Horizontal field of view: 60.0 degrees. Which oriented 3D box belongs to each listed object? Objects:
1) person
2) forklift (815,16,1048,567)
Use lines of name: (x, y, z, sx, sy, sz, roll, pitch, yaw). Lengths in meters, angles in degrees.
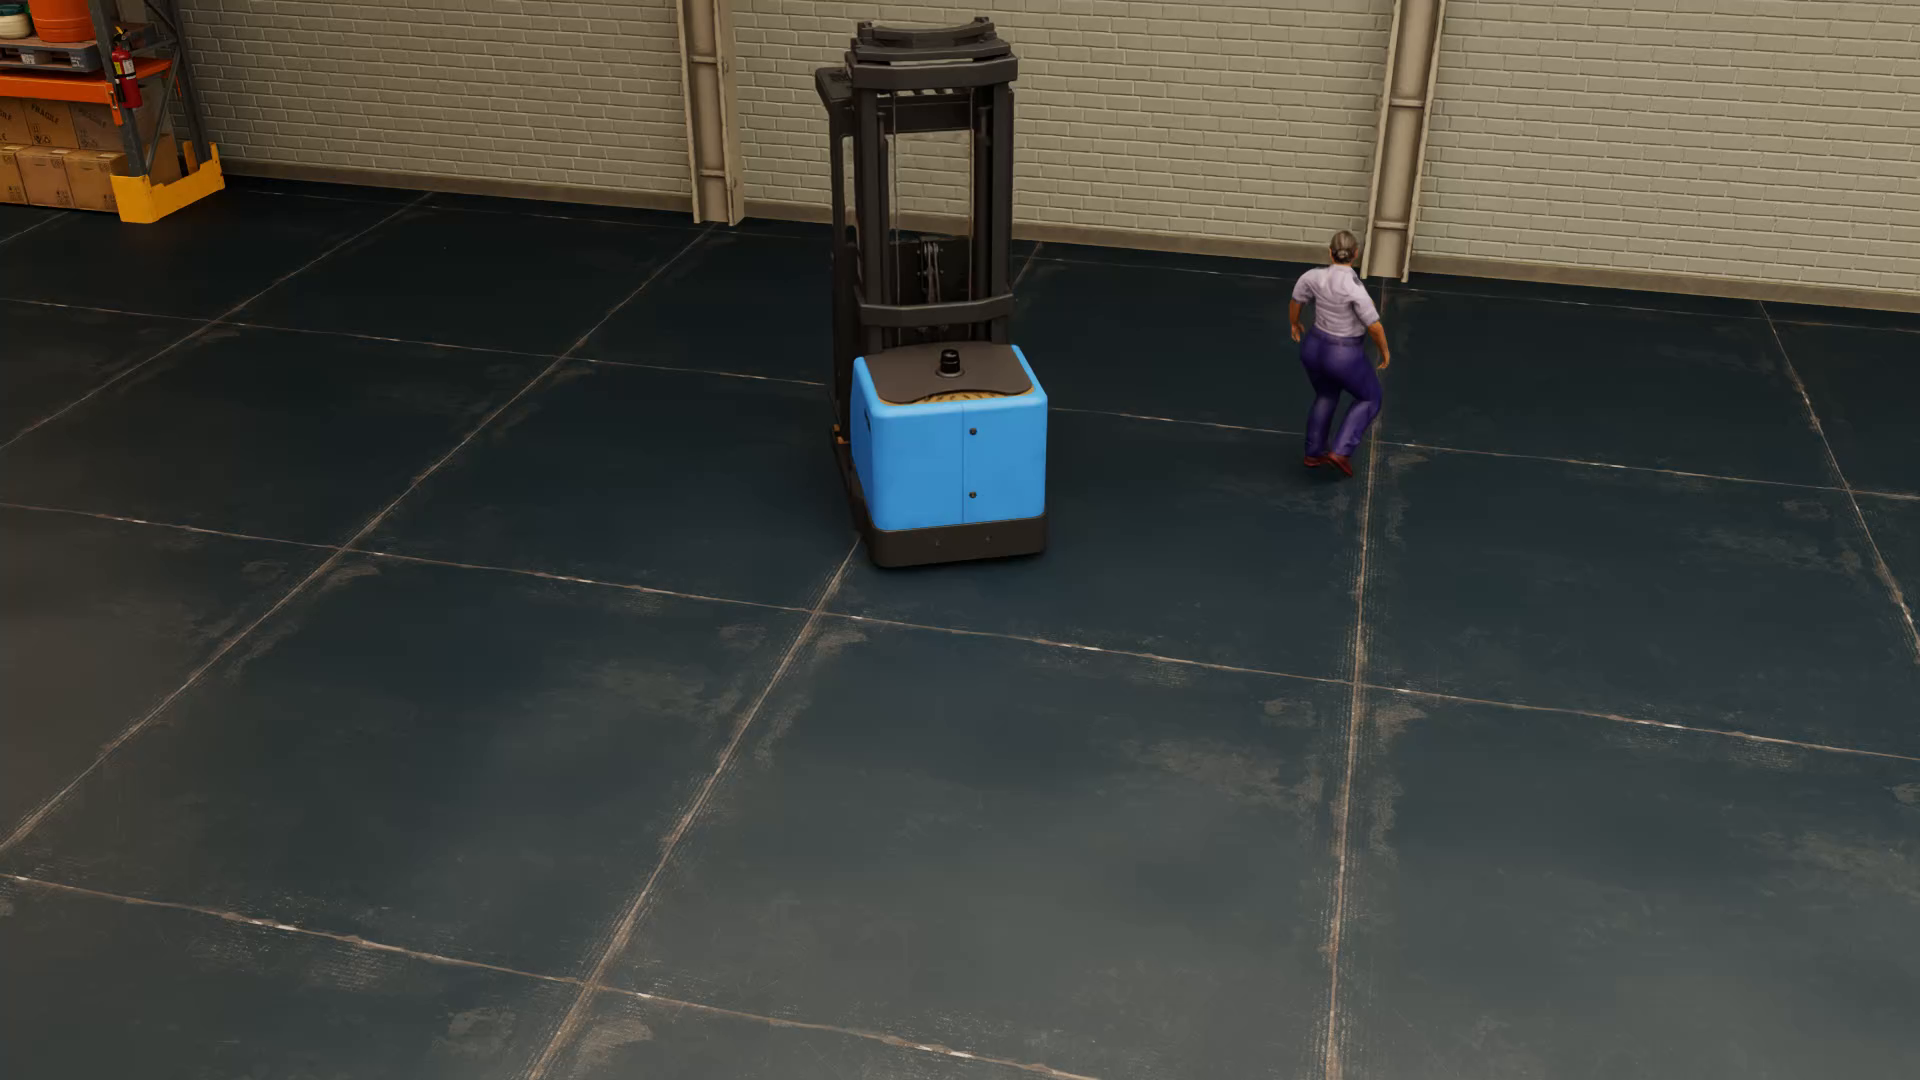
person: (2.399, -1.204, 10.648, 0.451, 1.634, 0.732, -20, 35, -31)
forklift: (-0.273, -1.825, 10.391, 1.130, 2.935, 3.031, -6, 30, -10)
